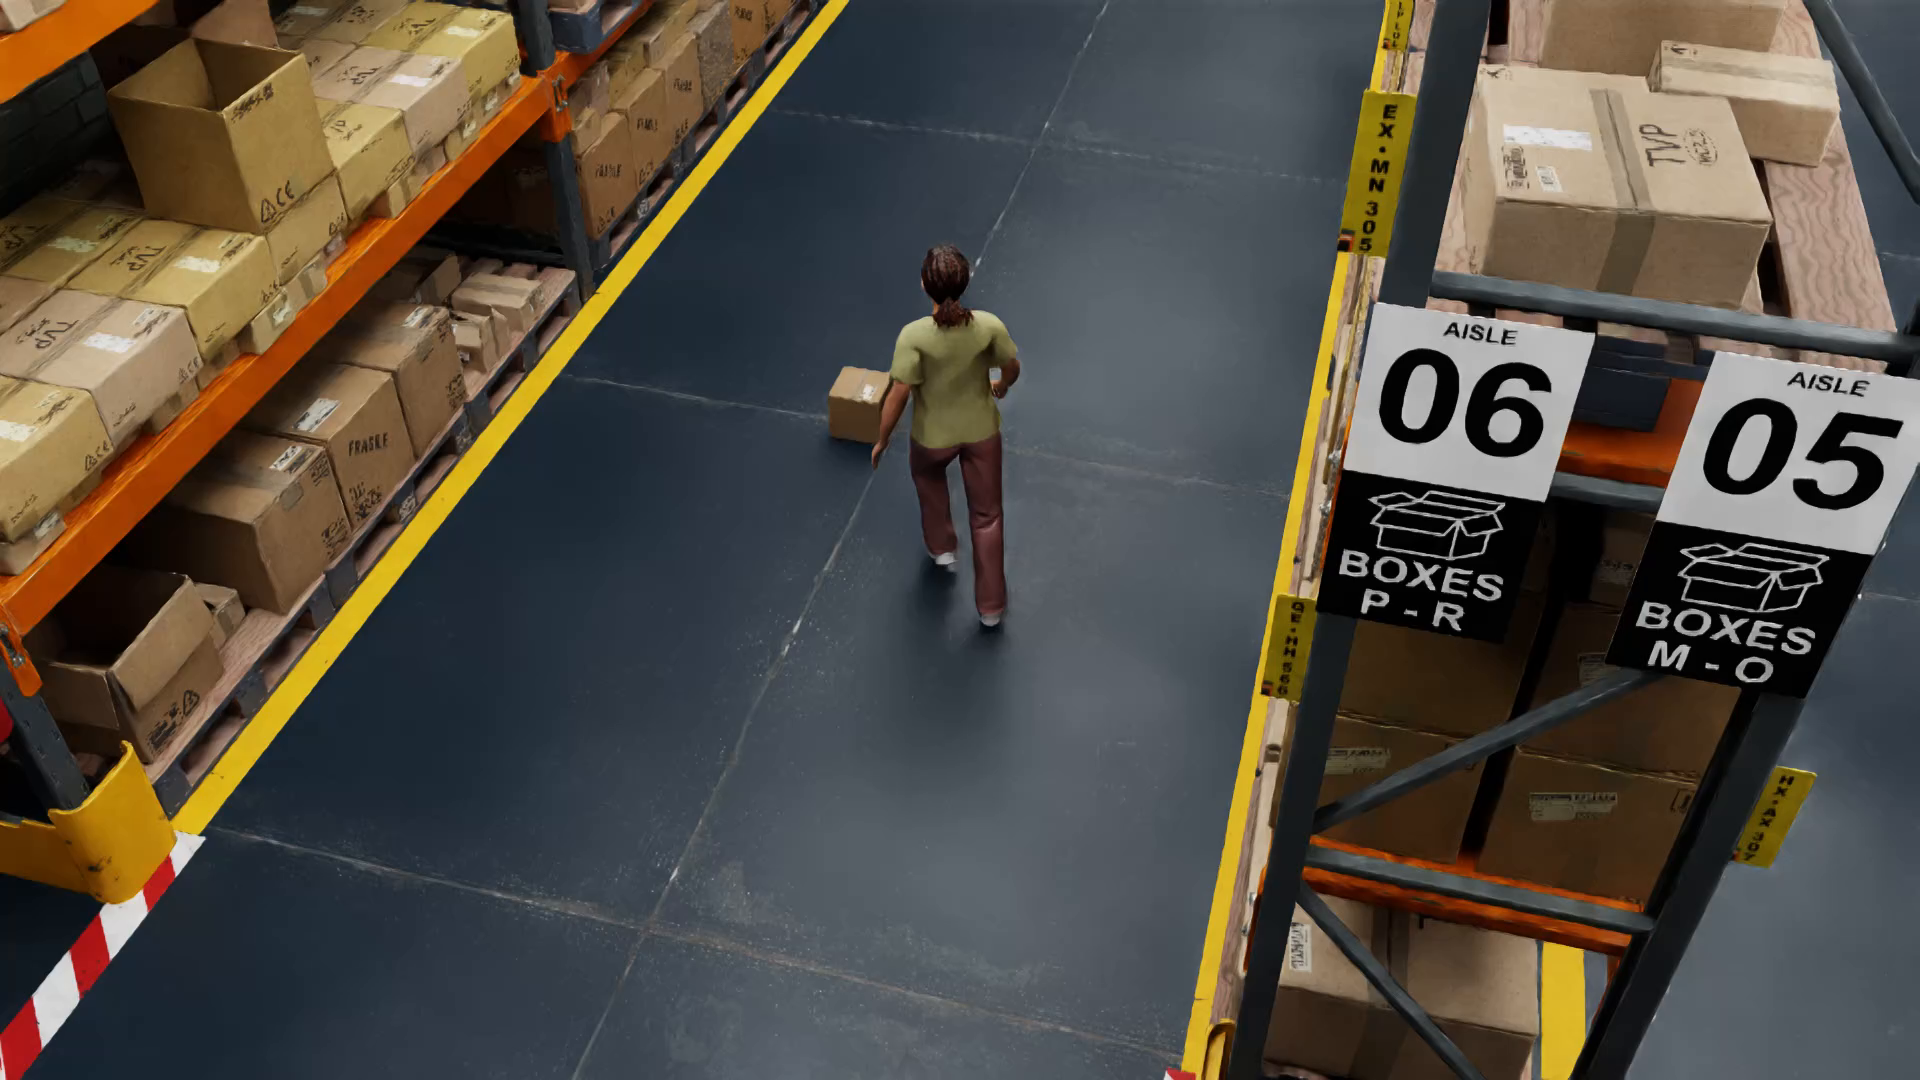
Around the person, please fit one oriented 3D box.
[{"bbox_3d":[-0.060,-0.408,6.679,0.618,1.708,0.649,-7,42,-8],"label":"person"}]
